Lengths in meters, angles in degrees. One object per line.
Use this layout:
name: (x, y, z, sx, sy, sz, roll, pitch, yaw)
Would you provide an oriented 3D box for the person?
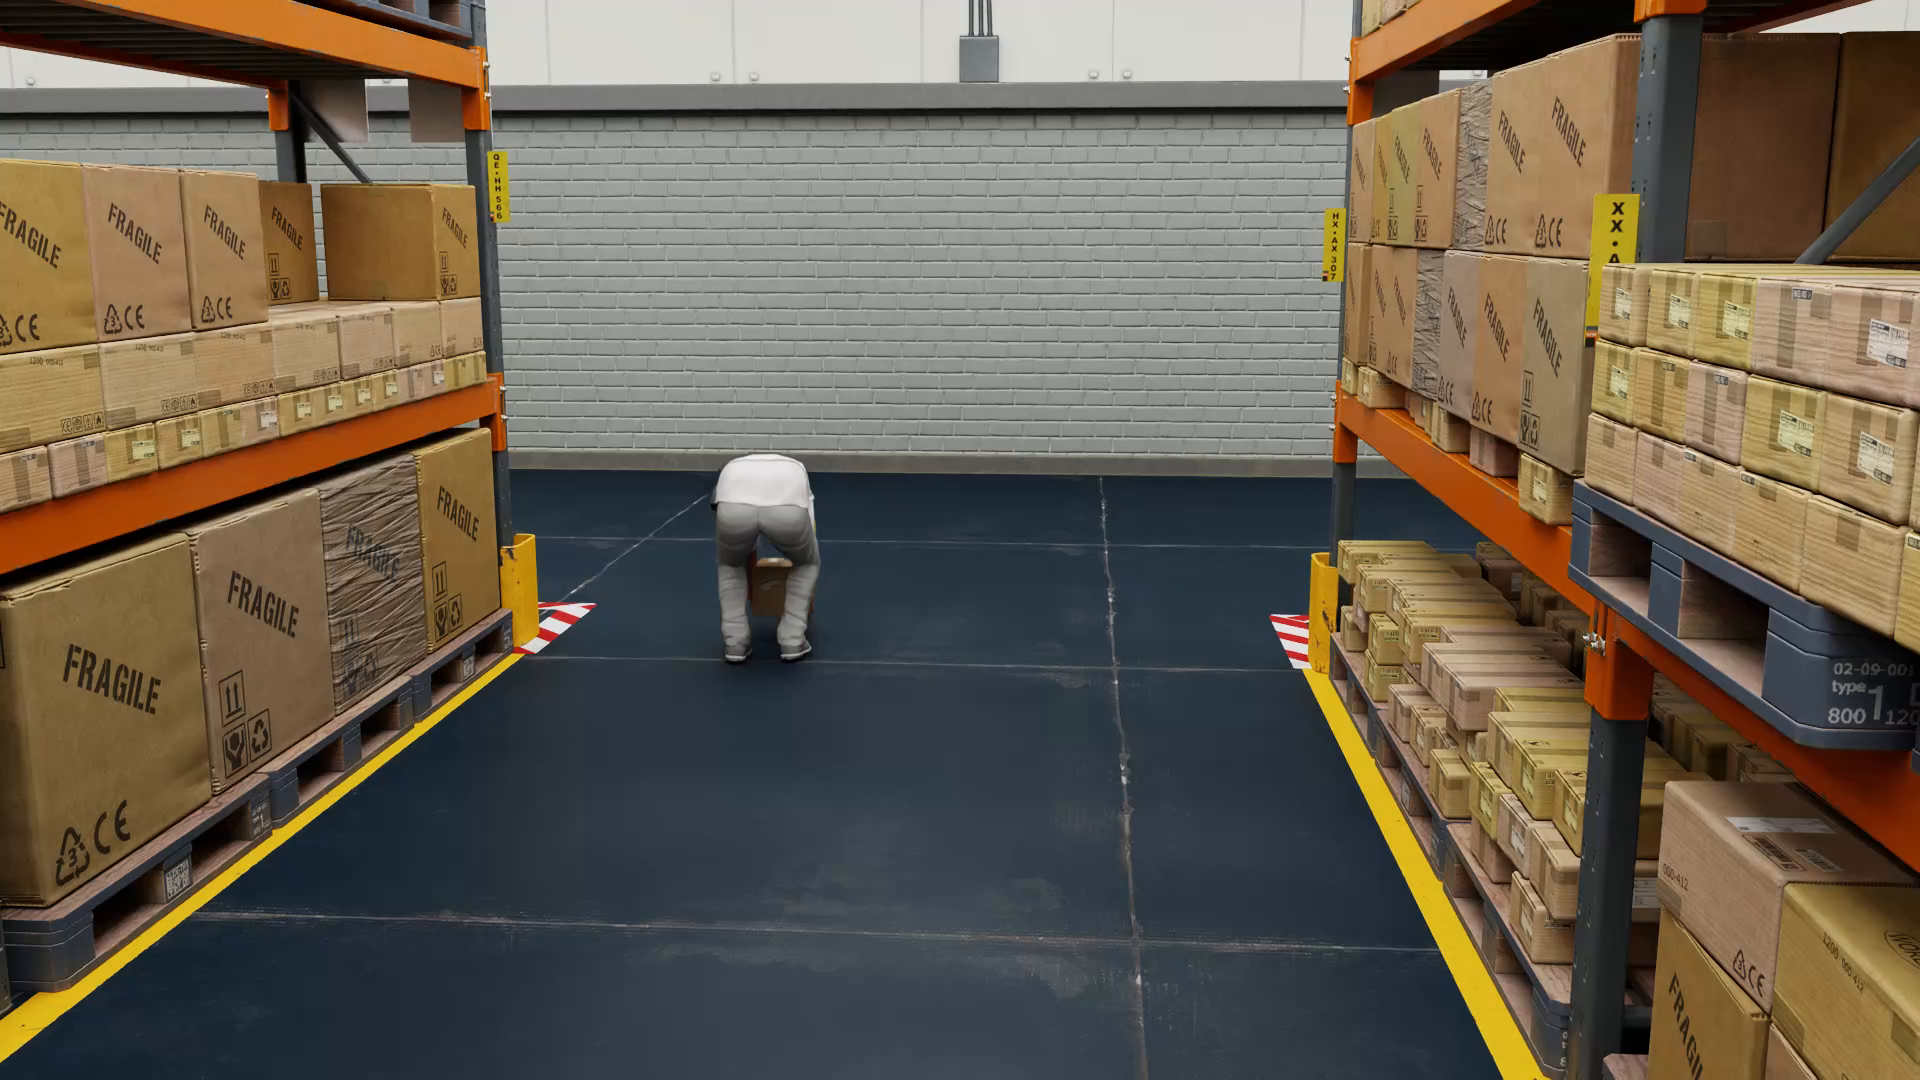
person: (-0.915, 0.052, 7.984, 0.498, 0.978, 0.943, 0, 11, 1)
